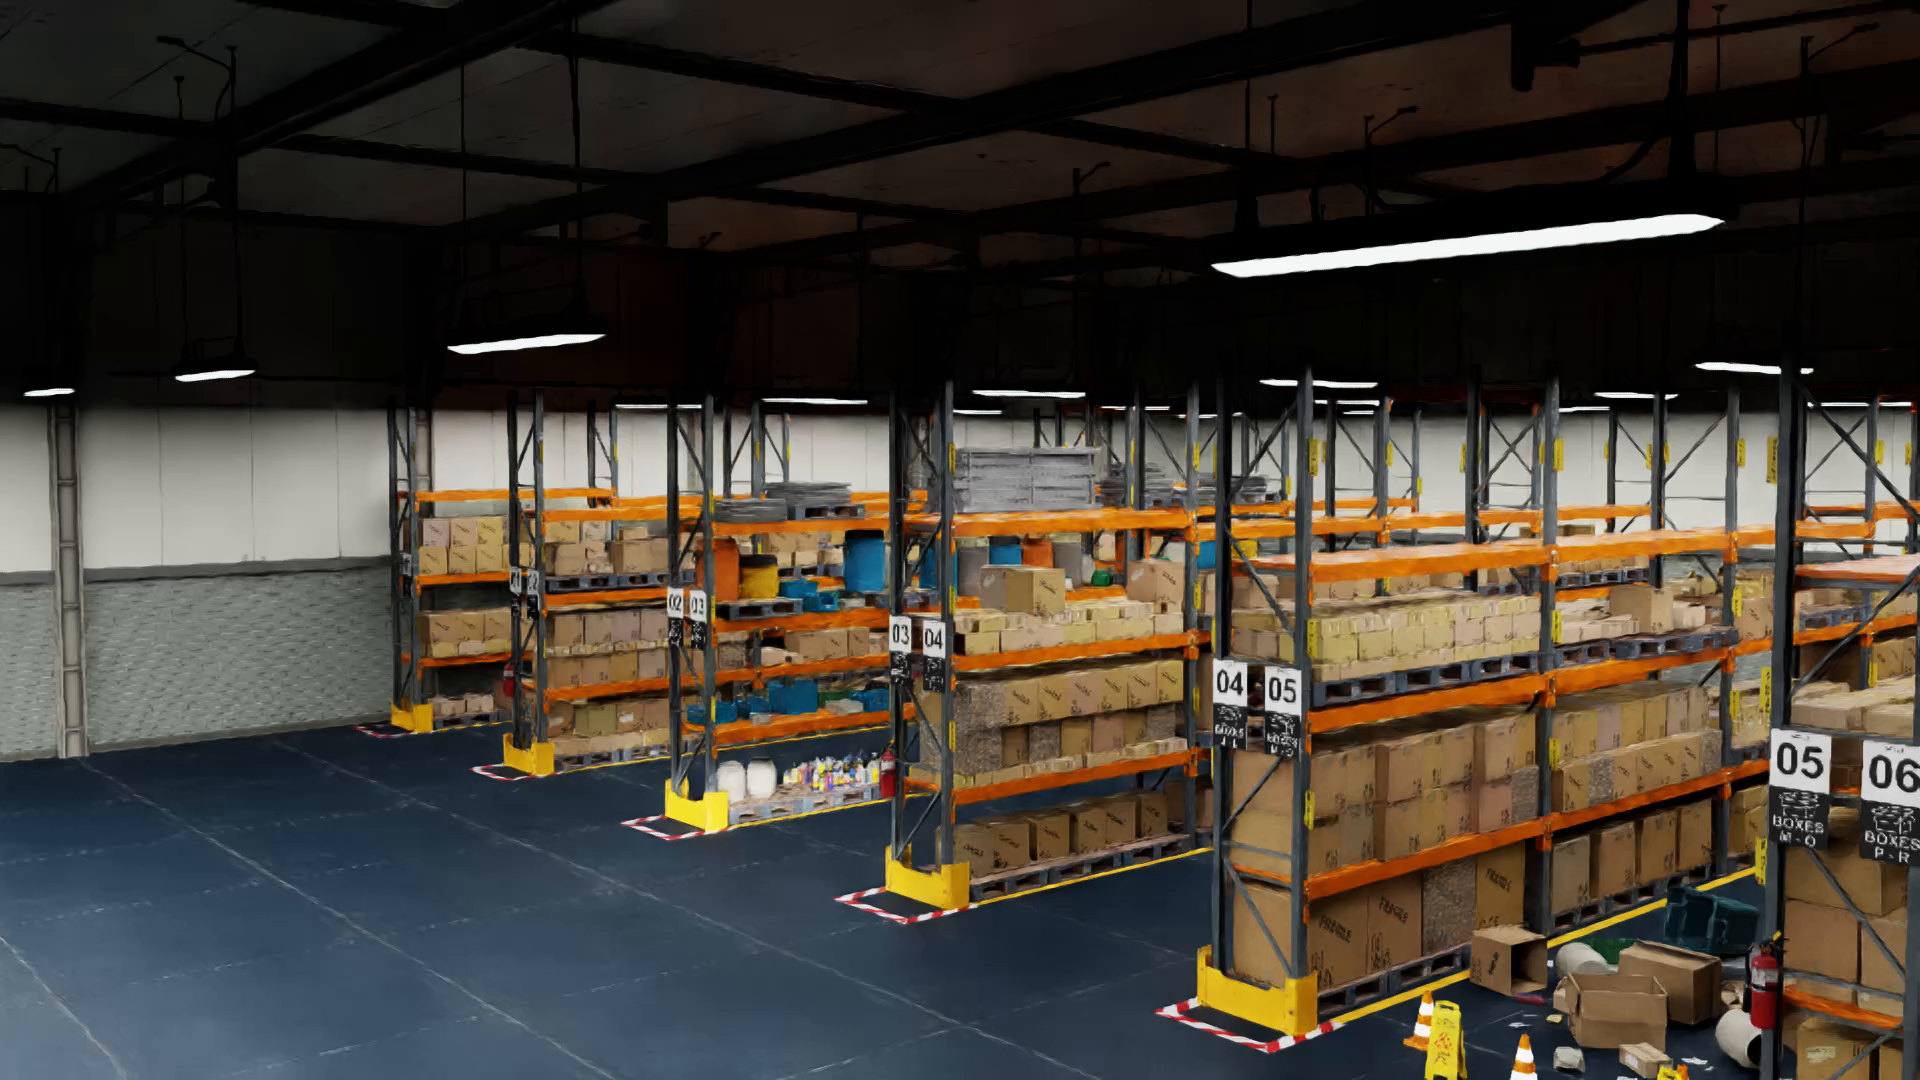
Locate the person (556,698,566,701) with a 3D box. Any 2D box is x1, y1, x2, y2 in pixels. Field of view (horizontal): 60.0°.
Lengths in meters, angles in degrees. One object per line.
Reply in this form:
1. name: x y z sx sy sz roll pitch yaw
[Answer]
1. person: -7.094 2.689 29.646 0.598 1.322 0.670 2 4 31
